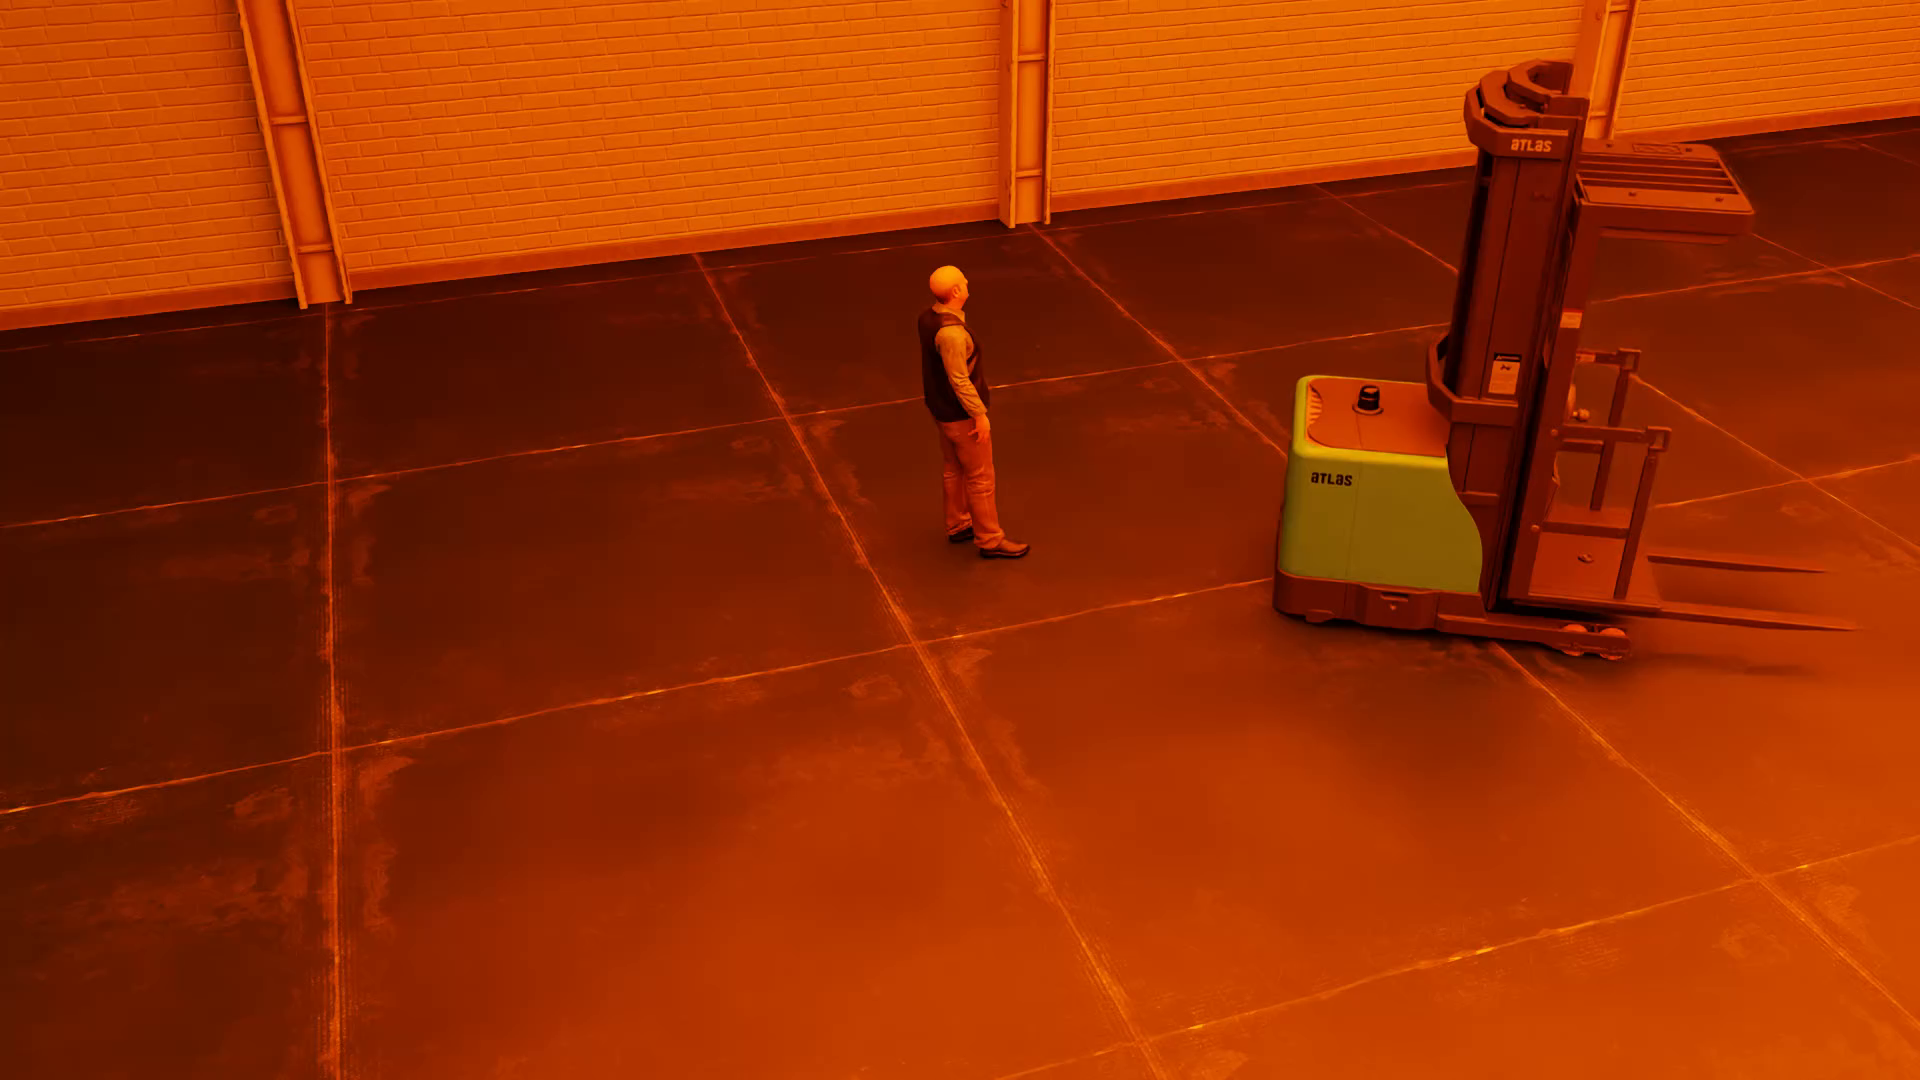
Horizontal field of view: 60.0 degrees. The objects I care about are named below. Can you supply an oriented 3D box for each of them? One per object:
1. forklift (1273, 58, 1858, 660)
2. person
[{"bbox_3d":[3.314,-0.919,8.684,3.031,2.935,1.130,6,30,10],"label":"forklift"},{"bbox_3d":[0.062,-0.759,9.605,0.566,1.722,0.633,-10,31,-16],"label":"person"}]
